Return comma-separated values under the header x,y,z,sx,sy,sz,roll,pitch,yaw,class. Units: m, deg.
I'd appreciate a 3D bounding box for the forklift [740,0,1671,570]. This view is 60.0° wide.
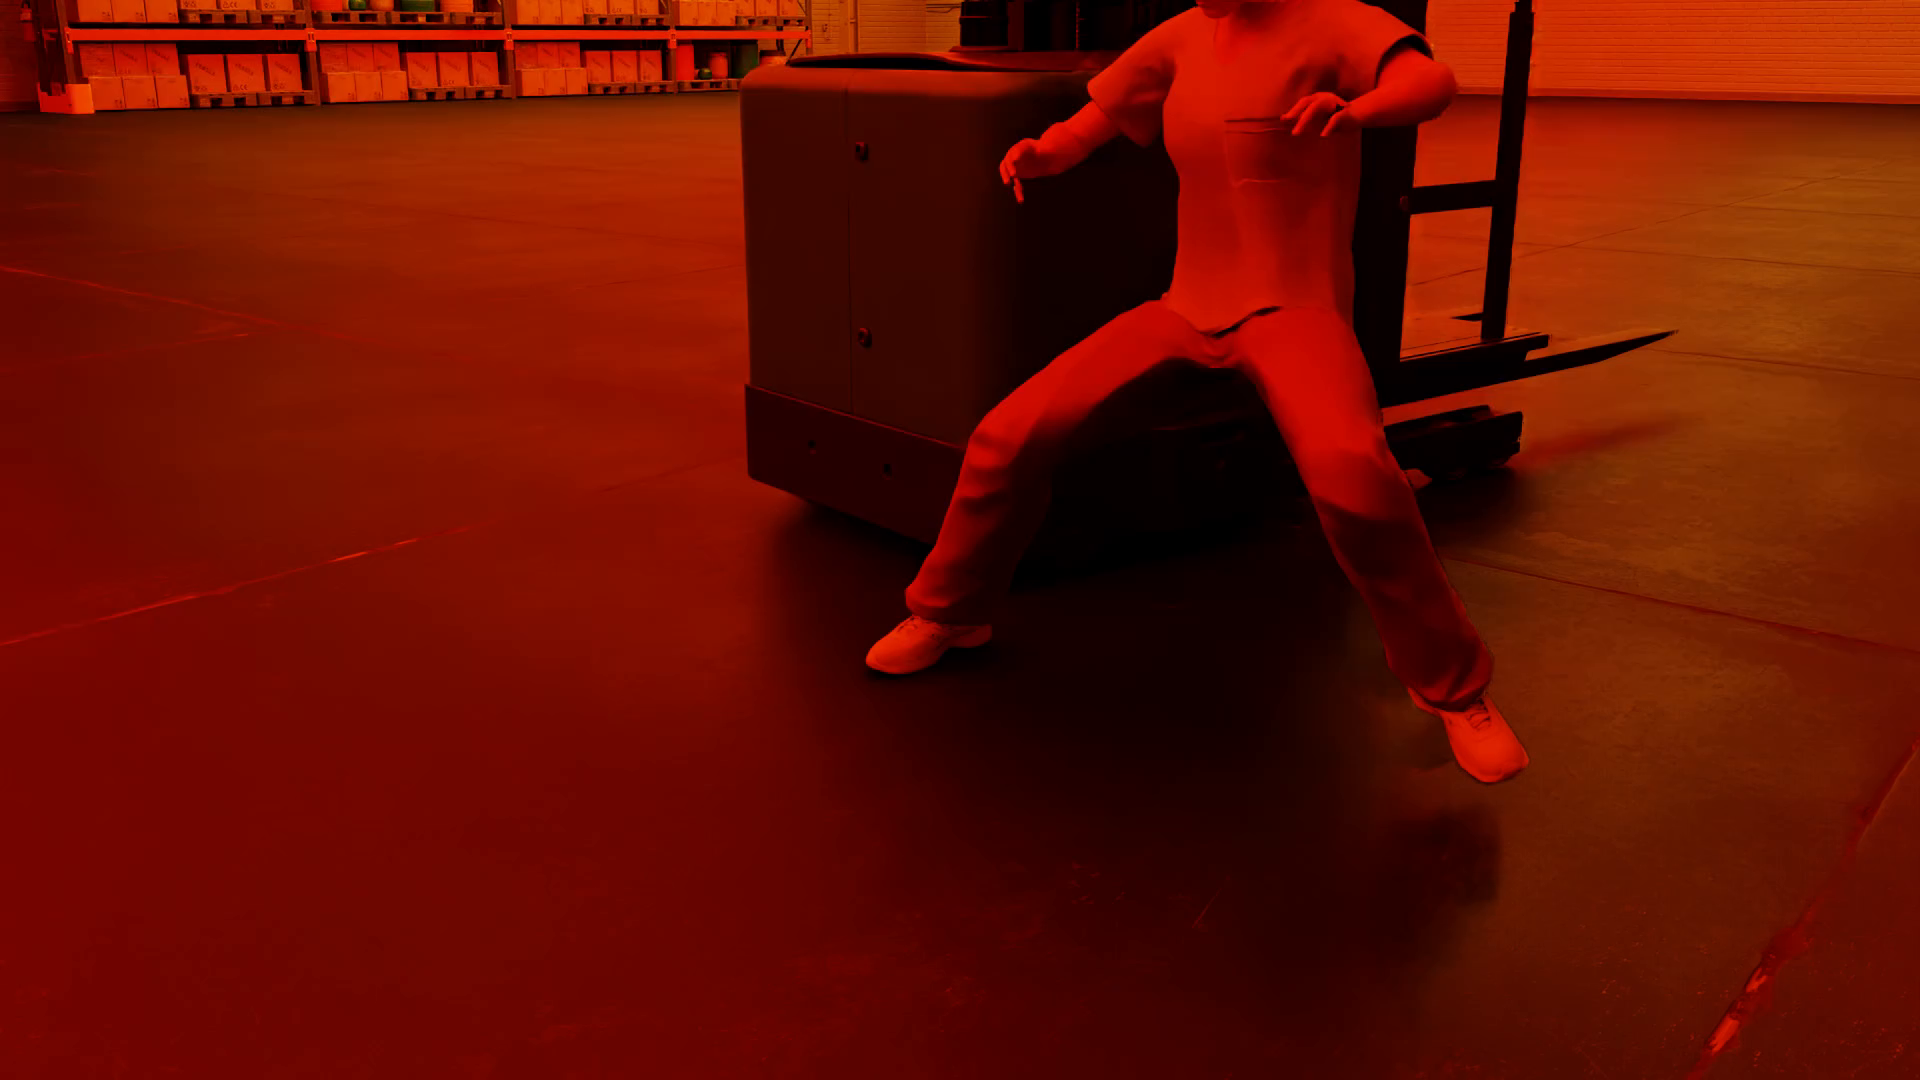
x,y,z,sx,sy,sz,roll,pitch,yaw,class
0.924,-1.666,4.385,3.031,2.935,1.130,-13,21,-37,forklift

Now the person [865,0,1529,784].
x,y,z,sx,sy,sz,roll,pitch,yaw,class
0.394,-0.381,2.704,0.632,1.443,1.163,-14,22,-38,person
